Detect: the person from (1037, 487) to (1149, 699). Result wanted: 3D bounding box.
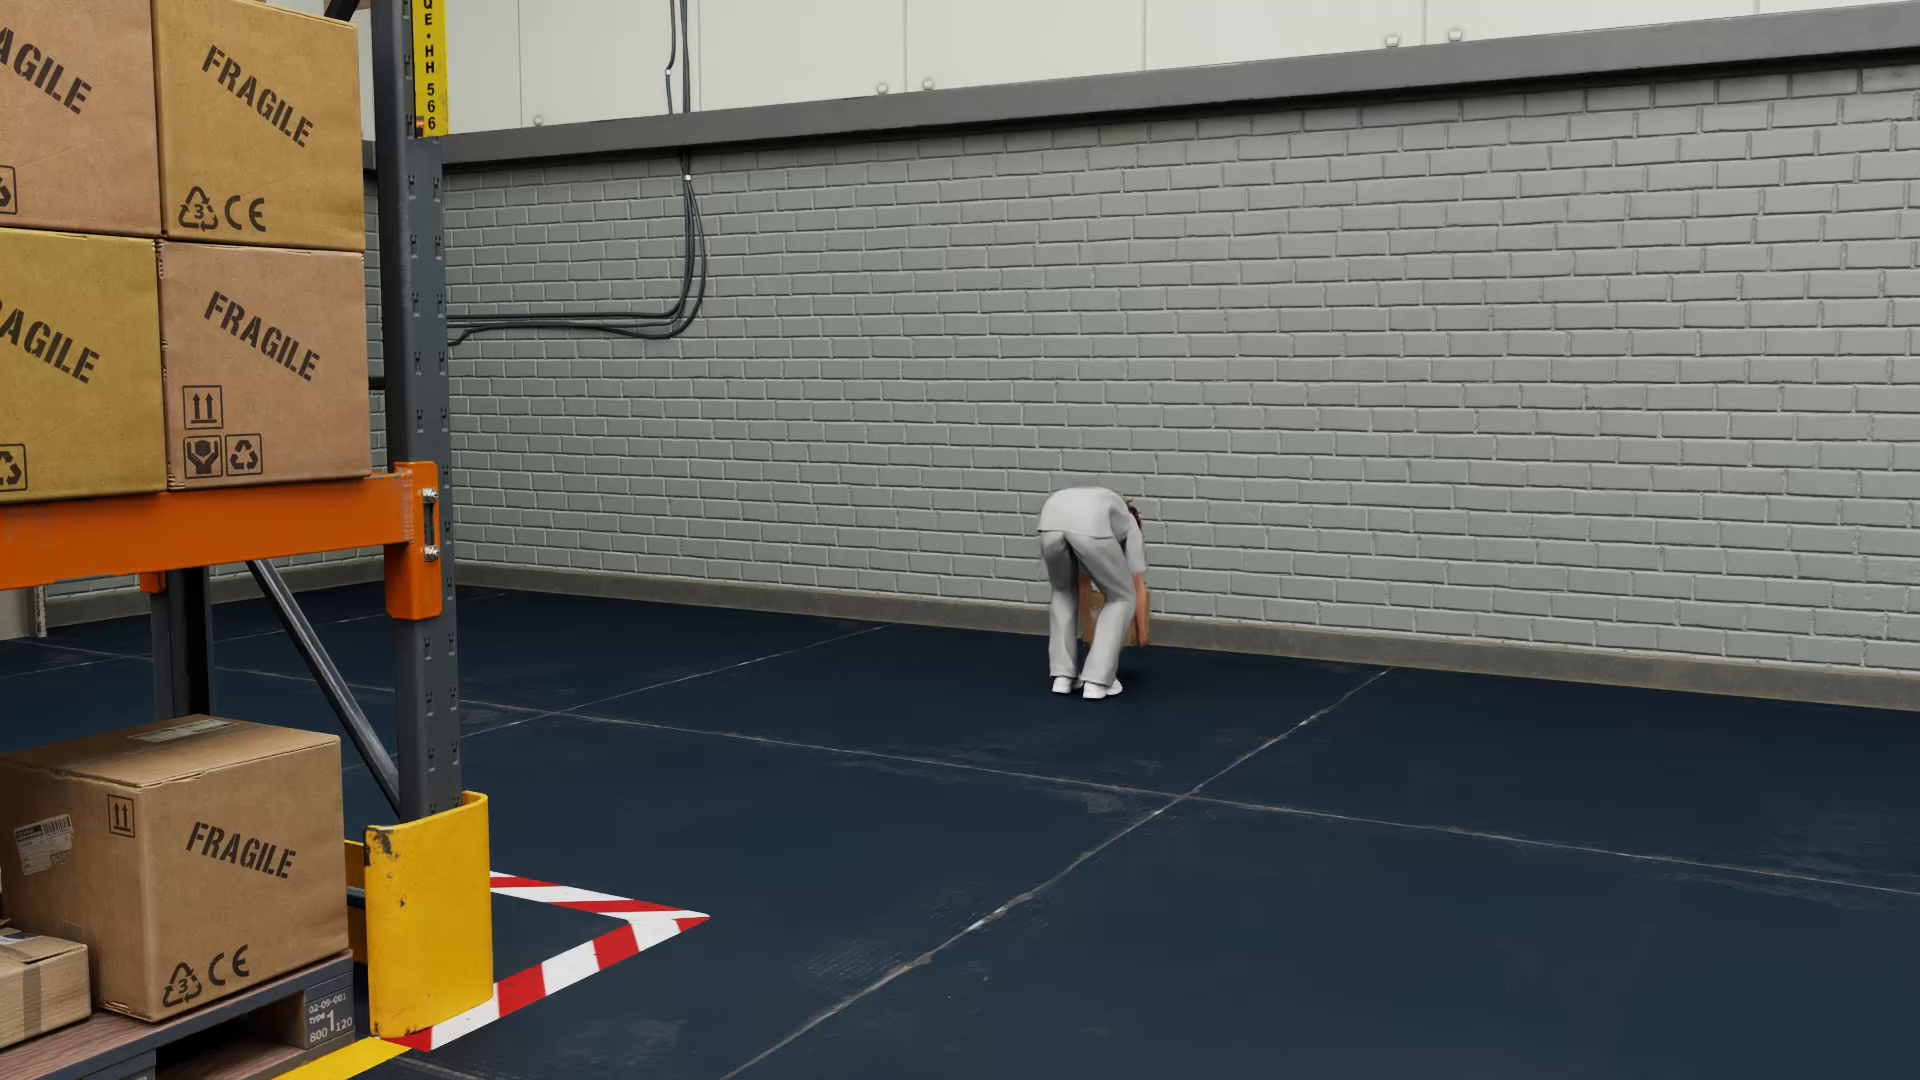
[{"bbox_3d":[0.664,0.223,8.004,0.438,0.986,0.864,3,7,26],"label":"person"}]
